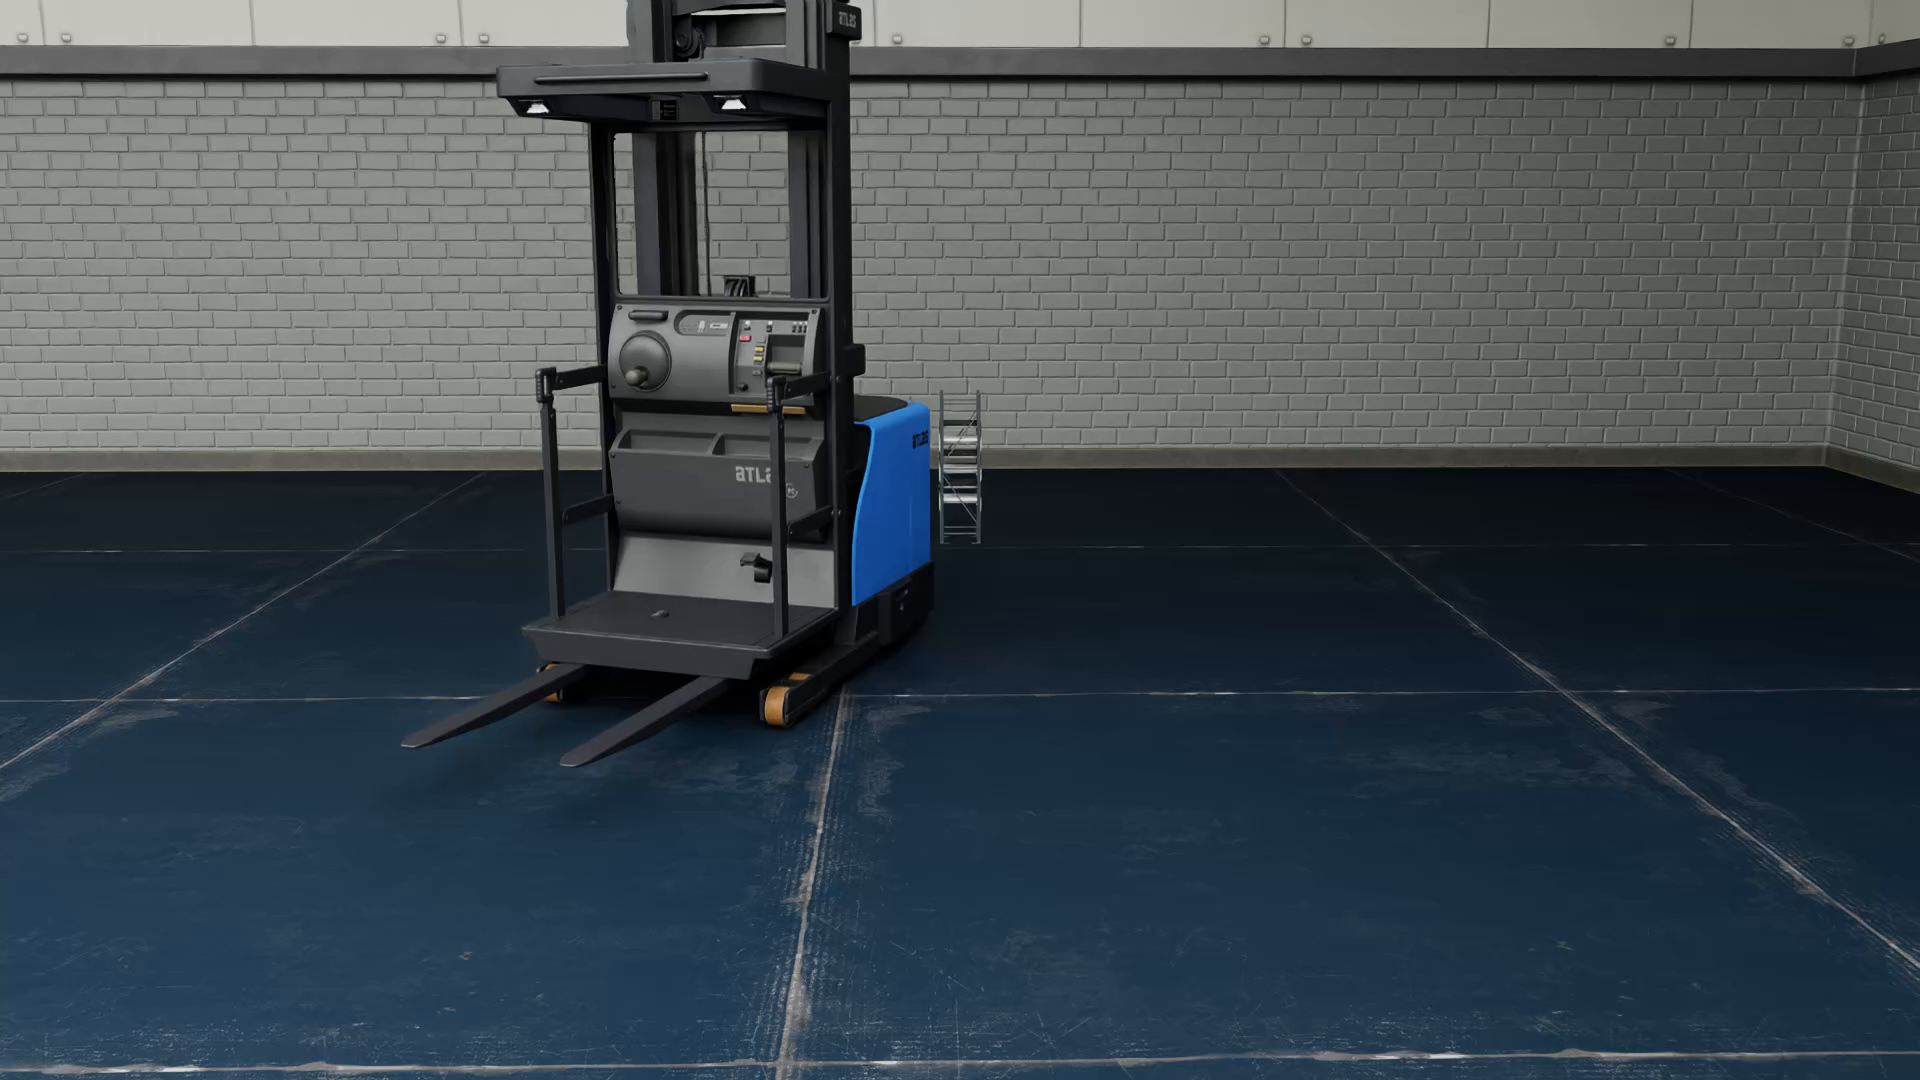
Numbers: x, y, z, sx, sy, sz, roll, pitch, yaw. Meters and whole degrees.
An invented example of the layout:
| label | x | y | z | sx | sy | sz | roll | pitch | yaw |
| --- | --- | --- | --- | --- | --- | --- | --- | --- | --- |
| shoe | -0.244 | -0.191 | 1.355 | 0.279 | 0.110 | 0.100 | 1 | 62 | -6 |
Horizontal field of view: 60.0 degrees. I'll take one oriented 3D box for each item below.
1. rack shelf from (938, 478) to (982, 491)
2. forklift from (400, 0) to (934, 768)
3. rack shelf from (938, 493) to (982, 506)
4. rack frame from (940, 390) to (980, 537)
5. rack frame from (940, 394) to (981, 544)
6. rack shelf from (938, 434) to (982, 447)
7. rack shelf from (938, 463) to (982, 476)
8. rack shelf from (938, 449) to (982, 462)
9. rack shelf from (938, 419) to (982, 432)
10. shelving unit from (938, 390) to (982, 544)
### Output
| label | x | y | z | sx | sy | sz | roll | pitch | yaw |
| --- | --- | --- | --- | --- | --- | --- | --- | --- | --- |
| rack shelf | 0.000 | -0.319 | 9.986 | 0.258 | 0.077 | 0.200 | 0 | 11 | -1 |
| forklift | -1.076 | -0.796 | 6.610 | 1.130 | 2.935 | 3.031 | 4 | 12 | 18 |
| rack shelf | 0.000 | -0.230 | 10.004 | 0.258 | 0.077 | 0.200 | 0 | 11 | -1 |
| rack frame | -0.002 | -0.460 | 10.061 | 0.240 | 0.900 | 0.006 | 0 | 11 | -1 |
| rack frame | 0.002 | -0.419 | 9.862 | 0.240 | 0.900 | 0.006 | 0 | 11 | -1 |
| rack shelf | 0.000 | -0.583 | 9.932 | 0.258 | 0.077 | 0.200 | 0 | 11 | -1 |
| rack shelf | 0.000 | -0.407 | 9.968 | 0.258 | 0.077 | 0.200 | 0 | 11 | -1 |
| rack shelf | 0.000 | -0.495 | 9.950 | 0.258 | 0.077 | 0.200 | 0 | 11 | -1 |
| rack shelf | 0.000 | -0.671 | 9.915 | 0.258 | 0.077 | 0.200 | 0 | 11 | -1 |
| shelving unit | 0.000 | -0.439 | 9.962 | 0.258 | 0.900 | 0.210 | 0 | 11 | -1 |
